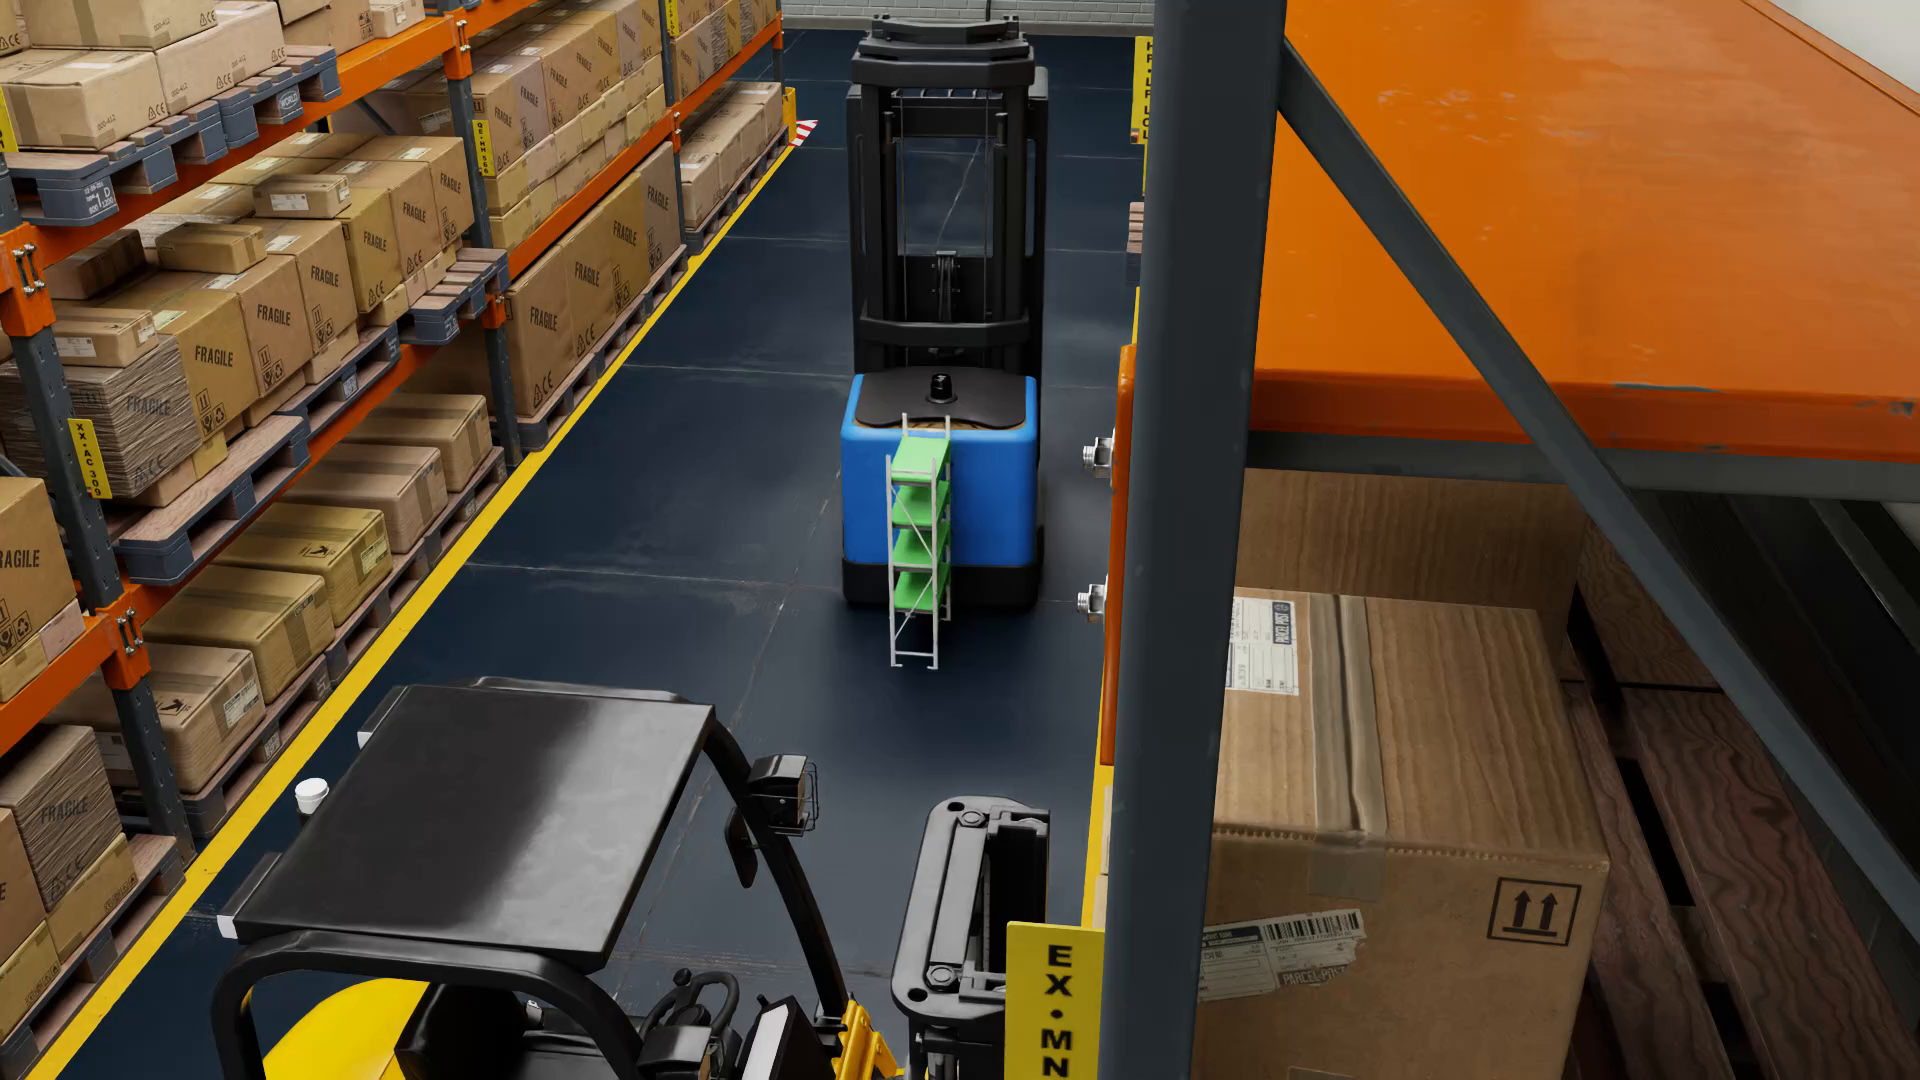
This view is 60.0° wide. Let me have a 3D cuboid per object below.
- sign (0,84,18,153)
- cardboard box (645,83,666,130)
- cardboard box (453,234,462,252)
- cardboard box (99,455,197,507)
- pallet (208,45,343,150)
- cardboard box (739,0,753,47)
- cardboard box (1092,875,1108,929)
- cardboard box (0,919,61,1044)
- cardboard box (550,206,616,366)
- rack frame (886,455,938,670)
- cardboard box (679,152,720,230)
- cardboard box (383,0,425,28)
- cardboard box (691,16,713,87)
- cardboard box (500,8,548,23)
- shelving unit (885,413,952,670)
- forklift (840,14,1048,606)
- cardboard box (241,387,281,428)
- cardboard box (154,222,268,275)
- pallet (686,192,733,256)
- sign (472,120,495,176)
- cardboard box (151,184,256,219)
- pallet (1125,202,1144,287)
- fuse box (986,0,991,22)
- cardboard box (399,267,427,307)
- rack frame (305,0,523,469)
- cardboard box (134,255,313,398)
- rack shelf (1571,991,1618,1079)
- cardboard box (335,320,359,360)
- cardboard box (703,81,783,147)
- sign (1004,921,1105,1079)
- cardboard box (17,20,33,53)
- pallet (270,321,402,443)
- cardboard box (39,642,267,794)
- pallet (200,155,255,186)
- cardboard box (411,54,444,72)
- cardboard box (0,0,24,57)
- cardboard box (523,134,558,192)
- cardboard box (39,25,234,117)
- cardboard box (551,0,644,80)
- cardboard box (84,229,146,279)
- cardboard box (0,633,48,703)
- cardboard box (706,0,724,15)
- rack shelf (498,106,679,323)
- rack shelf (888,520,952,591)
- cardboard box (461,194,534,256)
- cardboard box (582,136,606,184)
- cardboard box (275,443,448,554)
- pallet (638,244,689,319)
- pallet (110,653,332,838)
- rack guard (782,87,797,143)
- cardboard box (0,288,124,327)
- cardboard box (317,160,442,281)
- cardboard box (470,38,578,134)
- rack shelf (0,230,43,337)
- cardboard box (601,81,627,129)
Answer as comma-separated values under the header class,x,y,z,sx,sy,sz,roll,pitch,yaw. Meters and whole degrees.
class,x,y,z,sx,sy,sz,roll,pitch,yaw
sign,-3.266,-1.470,5.609,0.100,0.325,0.005,3,28,6
cardboard box,-2.630,-3.424,13.101,0.500,0.250,0.500,3,28,5
cardboard box,-3.122,-1.739,9.638,0.380,0.149,0.250,4,29,8
cardboard box,-3.425,-0.266,6.904,0.380,0.149,0.250,4,29,7
pallet,-3.501,-1.961,7.262,1.213,0.211,1.003,3,28,6
cardboard box,-2.262,-4.922,15.619,0.500,0.500,0.500,4,29,8
cardboard box,0.677,1.372,5.444,0.500,0.250,0.500,3,28,6
cardboard box,-3.667,1.621,6.036,0.500,0.250,0.500,3,28,5
cardboard box,-3.035,-1.822,11.768,0.875,0.875,0.875,4,29,7
rack frame,-0.234,0.128,8.247,0.240,1.200,0.015,4,29,7
cardboard box,-2.642,-3.062,14.530,0.875,0.438,0.875,3,28,5
cardboard box,-3.146,-2.883,9.040,0.380,0.149,0.250,3,28,6
cardboard box,-2.443,-4.202,14.282,0.500,0.500,0.500,4,29,7
cardboard box,-3.264,-3.533,11.985,0.500,0.500,0.500,3,28,5
shelving unit,-0.202,0.012,8.460,0.258,1.200,0.503,4,29,7
forklift,-0.060,-1.598,9.626,1.130,2.935,3.031,1,28,2
cardboard box,-3.353,-0.640,7.597,0.380,0.149,0.250,4,29,7
cardboard box,-3.366,-1.314,7.480,0.380,0.149,0.250,5,29,9
pallet,-2.655,-2.842,14.802,1.003,0.211,1.213,3,28,6
sign,-2.776,-2.281,9.684,0.100,0.325,0.005,3,28,6
cardboard box,-3.716,-1.498,8.507,0.500,0.500,0.500,4,29,7
pallet,1.624,-1.785,10.103,1.213,0.211,1.003,3,28,6
fuse box,0.399,-7.496,21.861,0.539,1.711,0.414,3,28,6
cardboard box,-3.109,-1.370,8.952,0.380,0.149,0.250,2,28,4
rack frame,-3.316,-1.833,9.990,1.000,3.000,0.127,3,28,6
cardboard box,-3.329,-0.982,7.548,0.500,0.500,0.500,3,28,6
rack shelf,0.876,0.274,3.674,1.077,0.370,4.000,3,28,6
cardboard box,-3.234,-1.005,8.276,0.380,0.149,0.250,2,28,5
cardboard box,-2.317,-4.339,16.900,0.875,0.438,0.875,2,28,4
sign,0.094,0.506,1.636,0.100,0.325,0.005,3,28,6
cardboard box,-3.811,-1.911,6.687,0.500,0.250,0.500,4,29,7
pallet,-3.518,-0.814,8.301,1.003,0.211,1.213,3,28,6
cardboard box,-3.744,0.775,7.477,0.950,0.372,0.625,4,29,7
pallet,-7.557,-3.622,16.251,1.003,0.211,1.213,3,28,6
cardboard box,-3.457,-2.818,10.658,0.500,0.500,0.500,4,29,7
cardboard box,-3.861,-1.890,6.121,0.500,0.250,0.500,4,29,7
cardboard box,-2.944,-2.455,10.774,0.500,0.250,0.500,4,29,7
cardboard box,-3.275,-1.880,6.630,0.500,0.250,0.500,3,28,6
cardboard box,-2.687,-3.731,12.354,0.500,0.500,0.500,4,29,7
cardboard box,-3.892,-1.282,7.421,0.380,0.149,0.250,2,28,4
cardboard box,-3.567,0.447,6.022,0.380,0.149,0.250,4,29,7
cardboard box,-2.385,-4.888,14.501,0.500,0.500,0.500,4,29,7
rack shelf,-3.071,-2.458,11.908,1.077,0.370,4.000,3,28,6
rack shelf,-0.201,0.068,8.490,0.258,0.148,0.480,4,29,7
cardboard box,-3.006,-1.983,10.426,0.500,0.250,0.500,3,28,5
cardboard box,-2.834,-2.705,11.766,0.500,0.250,0.500,3,28,6
cardboard box,-3.477,-0.248,9.375,0.950,0.372,0.625,3,28,5
pallet,-2.845,-2.121,13.464,1.003,0.211,1.213,3,28,6
pallet,-3.712,0.911,7.837,1.003,0.211,1.213,3,28,6
rack guard,-2.333,-4.510,17.594,1.175,0.500,0.348,3,28,6
cardboard box,-3.918,-0.774,7.163,0.500,0.500,0.500,4,29,6
cardboard box,-3.148,-1.719,8.916,0.500,0.500,0.500,3,28,5
cardboard box,-2.883,-3.012,11.018,0.500,0.500,0.500,4,29,8
rack shelf,-4.051,-0.013,4.207,1.077,0.370,4.000,3,28,6
cardboard box,-2.750,-3.168,12.100,0.500,0.250,0.500,4,29,7
